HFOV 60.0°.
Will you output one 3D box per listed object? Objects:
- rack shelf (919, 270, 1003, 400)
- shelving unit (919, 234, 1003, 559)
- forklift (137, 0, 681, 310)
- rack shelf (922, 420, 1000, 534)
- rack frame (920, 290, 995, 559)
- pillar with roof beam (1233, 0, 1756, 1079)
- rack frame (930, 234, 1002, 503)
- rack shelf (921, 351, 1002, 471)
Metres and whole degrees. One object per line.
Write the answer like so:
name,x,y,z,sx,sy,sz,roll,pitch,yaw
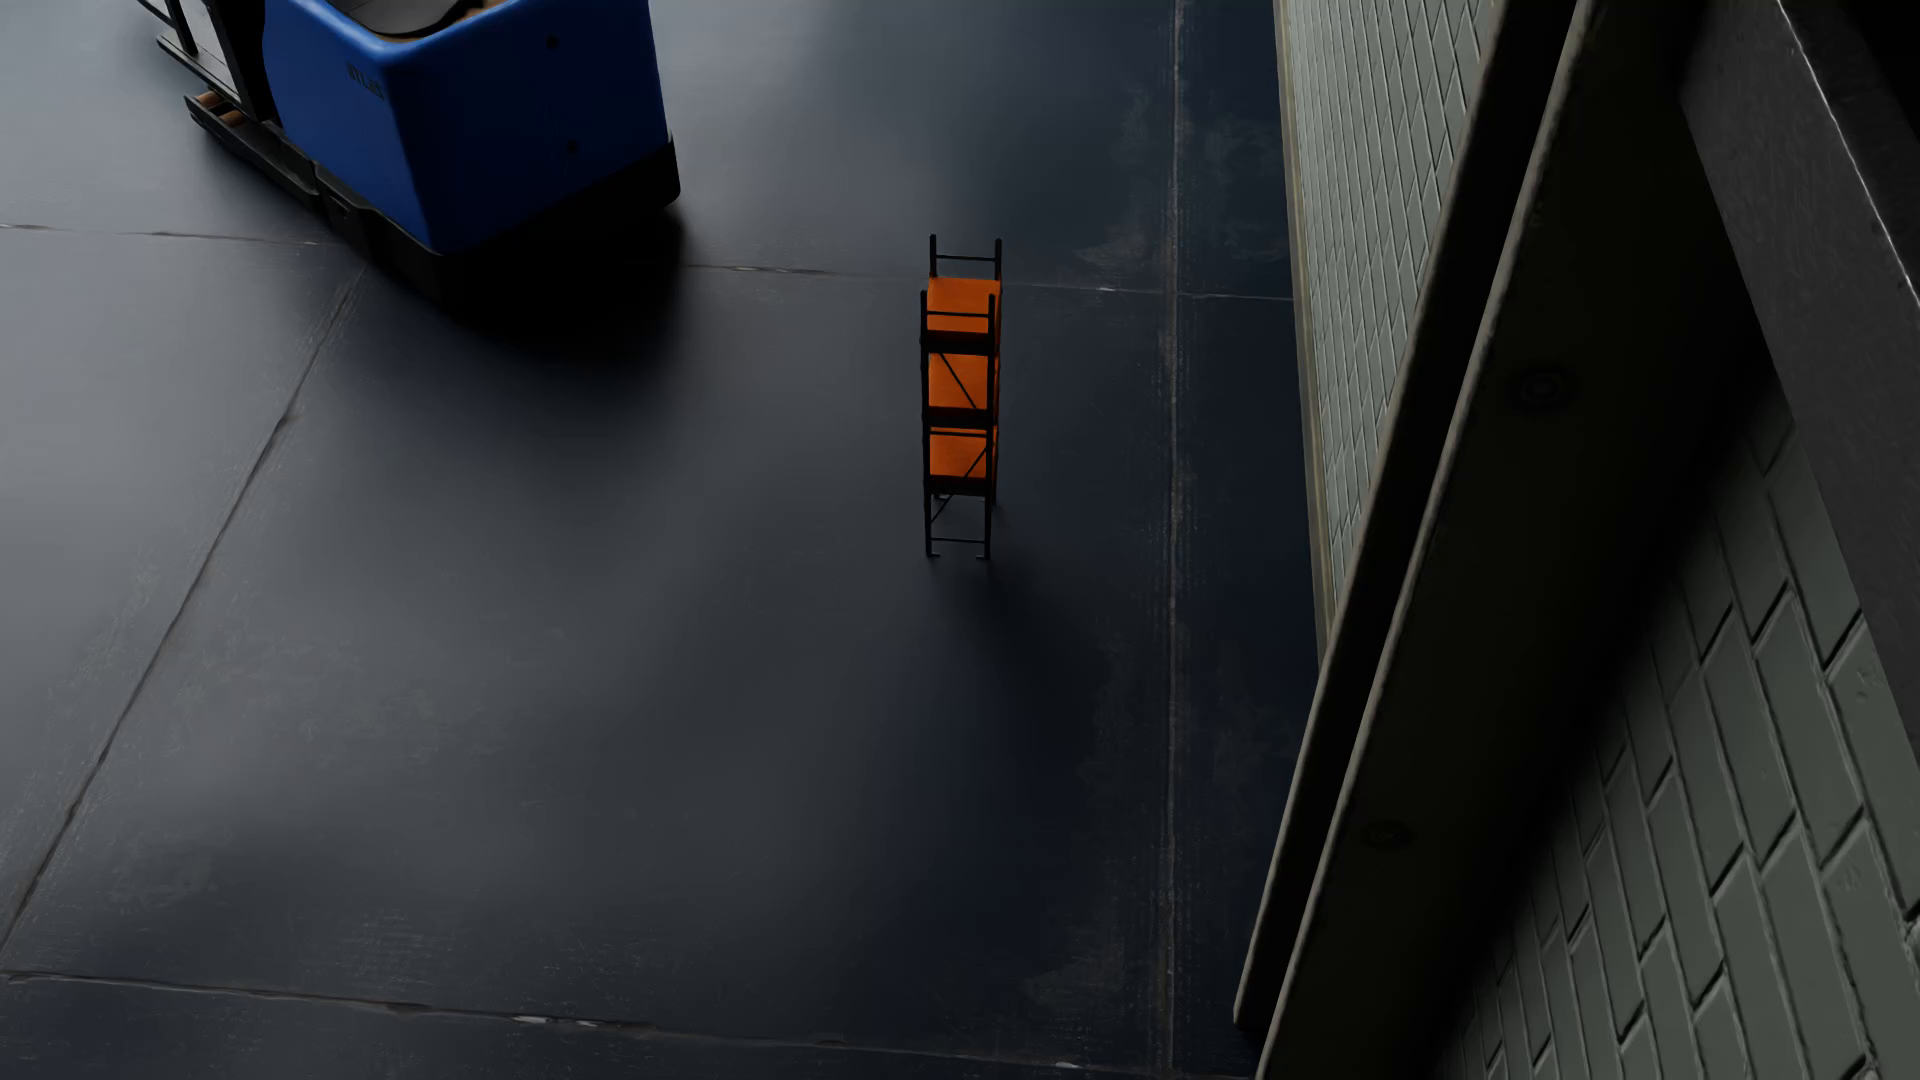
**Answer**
rack shelf,0.005,-0.578,4.697,0.215,0.259,0.240,4,48,4
shelving unit,0.005,-0.394,4.899,0.215,1.050,0.252,4,48,4
forklift,-2.475,-2.782,5.808,3.031,2.935,1.130,36,57,28
rack shelf,0.005,-0.199,5.111,0.215,0.259,0.240,4,48,4
rack frame,-0.006,-0.304,4.817,0.200,1.050,0.008,4,48,4
pillar with roof beam,-3.463,-2.003,0.984,9.100,9.000,0.400,4,48,4
rack frame,0.016,-0.483,4.981,0.200,1.050,0.008,4,48,4
rack shelf,0.005,-0.387,4.906,0.215,0.259,0.240,4,48,4
